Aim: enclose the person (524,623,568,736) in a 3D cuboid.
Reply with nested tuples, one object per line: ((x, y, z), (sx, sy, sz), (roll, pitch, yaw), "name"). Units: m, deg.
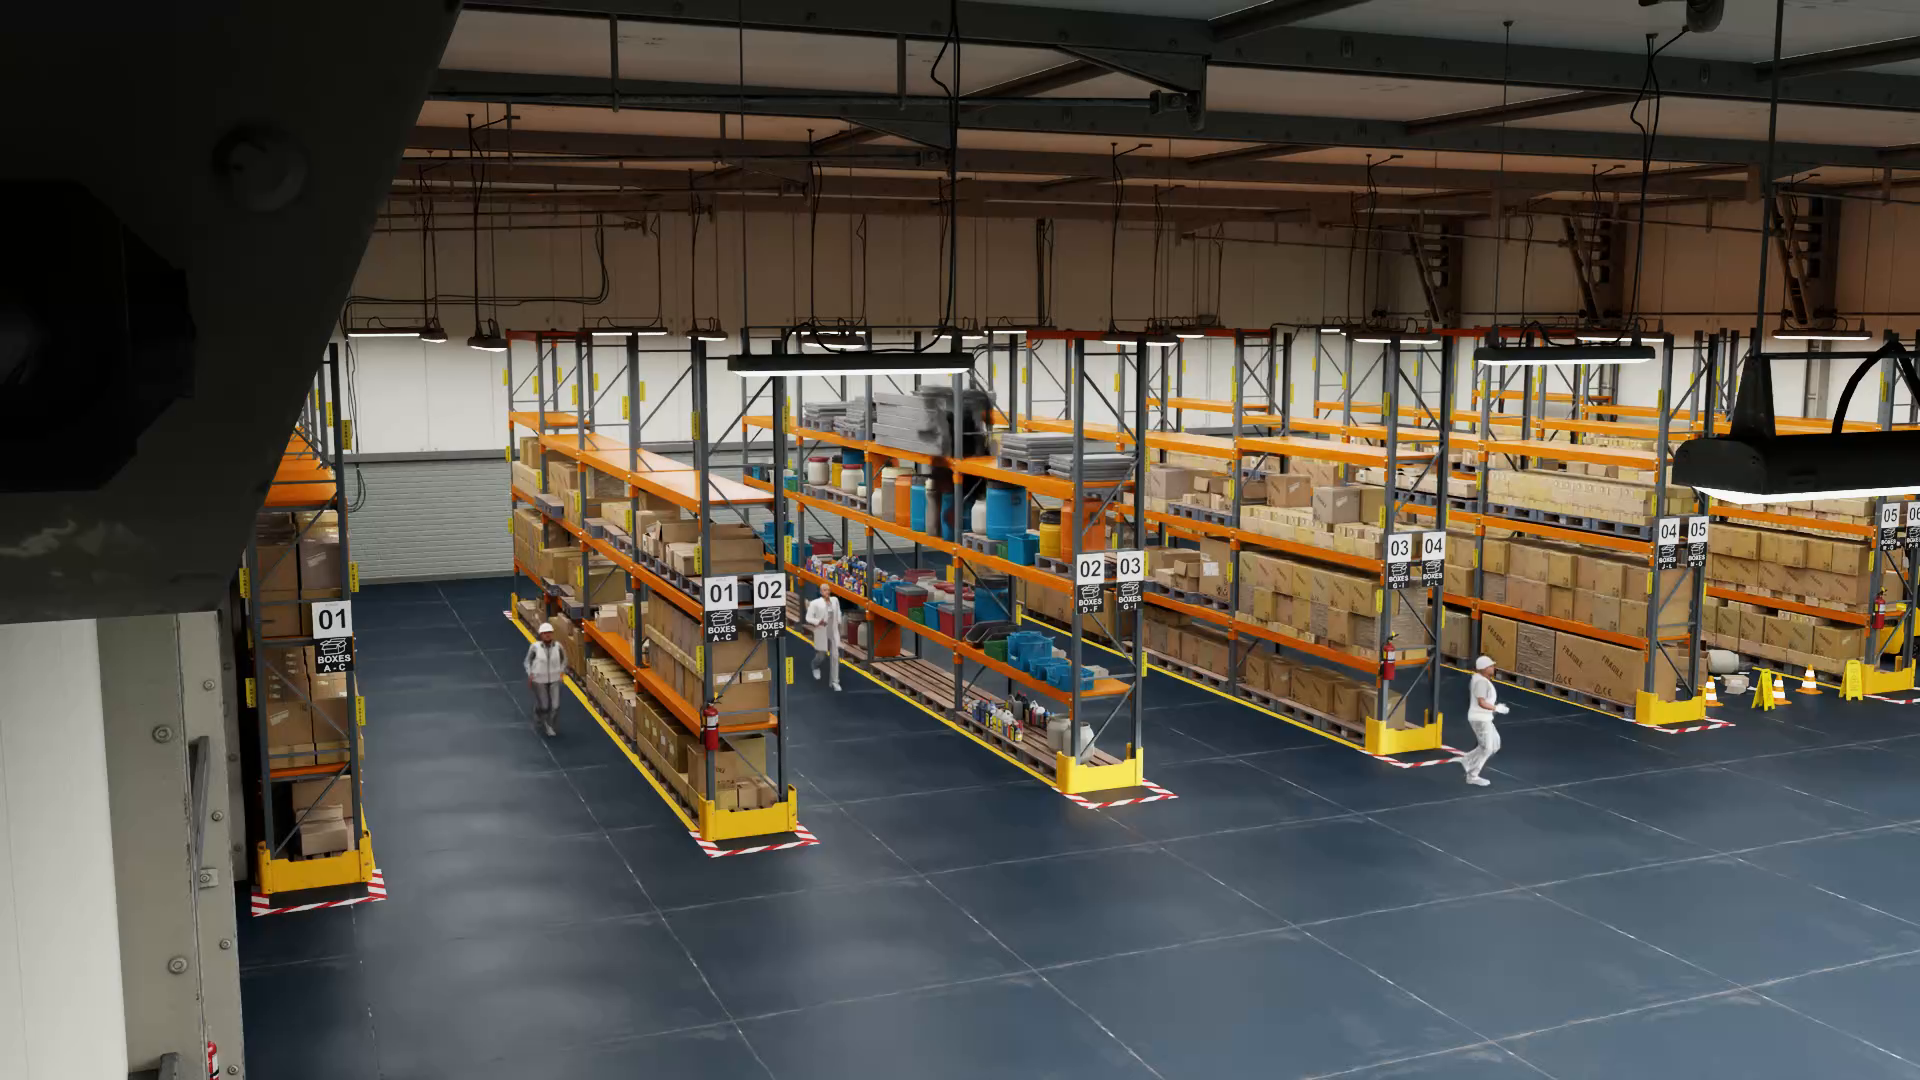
((-6.227, 2.088, 25.051), (0.648, 1.724, 0.616), (-4, 9, -25), "person")

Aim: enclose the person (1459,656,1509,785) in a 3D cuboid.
((7.098, 2.424, 22.498), (0.619, 1.722, 0.726), (2, 8, 18), "person")

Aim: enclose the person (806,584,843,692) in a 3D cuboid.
((-2.272, 1.615, 28.180), (0.709, 1.776, 1.037), (-4, 9, -27), "person")
